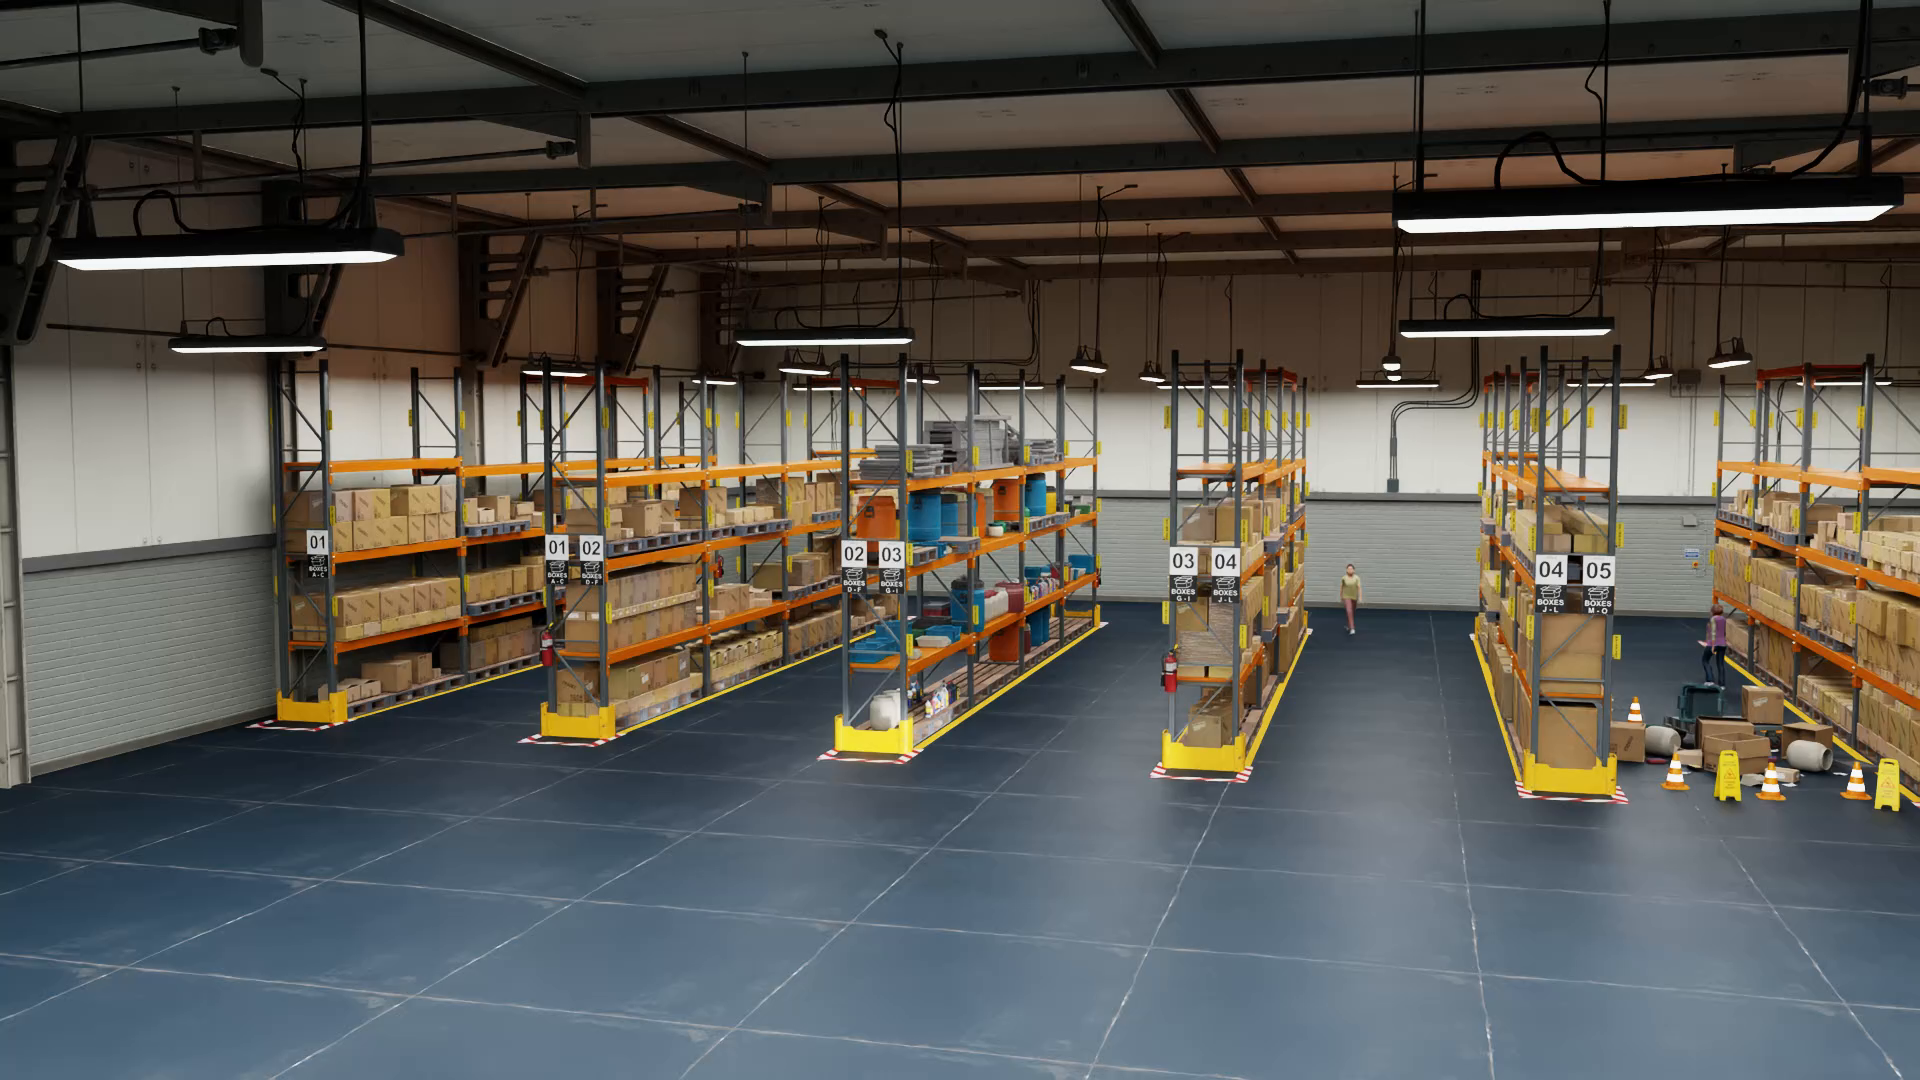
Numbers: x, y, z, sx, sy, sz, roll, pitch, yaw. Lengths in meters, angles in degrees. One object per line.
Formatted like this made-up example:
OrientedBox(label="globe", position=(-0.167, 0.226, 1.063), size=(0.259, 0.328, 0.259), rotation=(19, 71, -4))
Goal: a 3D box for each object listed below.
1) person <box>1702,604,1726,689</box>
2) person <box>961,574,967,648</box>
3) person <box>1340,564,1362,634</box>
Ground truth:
OrientedBox(label="person", position=(14.069, 1.984, 30.851), size=(0.419, 1.594, 0.499), rotation=(-1, 4, -13))
OrientedBox(label="person", position=(0.079, 1.565, 36.462), size=(0.541, 1.645, 0.493), rotation=(3, 5, 40))
OrientedBox(label="person", position=(9.195, 1.372, 39.051), size=(0.447, 1.611, 1.067), rotation=(0, 4, -3))
